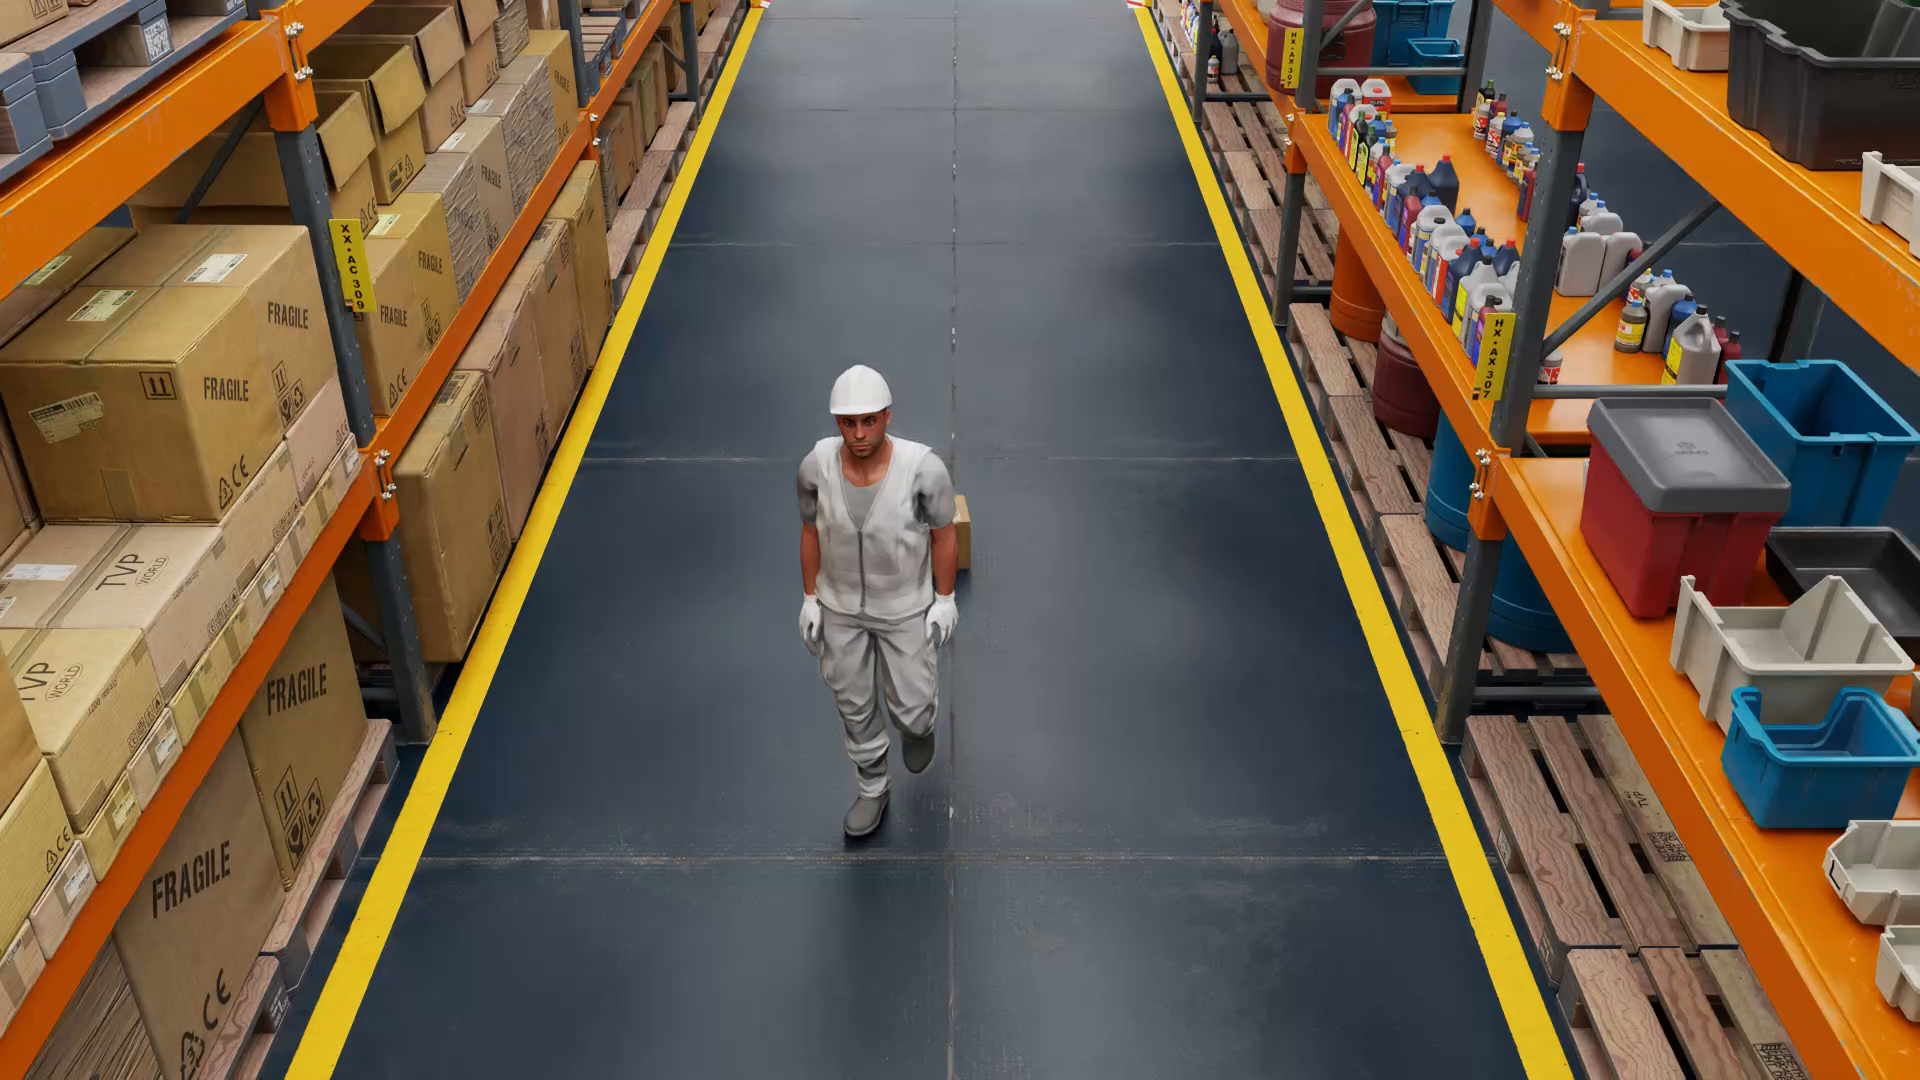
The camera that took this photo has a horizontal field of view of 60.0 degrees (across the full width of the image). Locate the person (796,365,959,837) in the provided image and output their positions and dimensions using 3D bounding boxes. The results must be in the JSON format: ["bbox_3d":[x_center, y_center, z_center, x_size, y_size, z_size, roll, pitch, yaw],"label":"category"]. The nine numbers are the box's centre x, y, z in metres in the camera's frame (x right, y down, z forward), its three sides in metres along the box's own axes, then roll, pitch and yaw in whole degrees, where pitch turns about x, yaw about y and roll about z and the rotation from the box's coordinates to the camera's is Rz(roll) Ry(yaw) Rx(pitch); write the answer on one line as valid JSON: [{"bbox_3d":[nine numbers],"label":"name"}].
[{"bbox_3d":[-0.272,0.191,5.748,0.546,1.781,0.569,6,32,10],"label":"person"}]
